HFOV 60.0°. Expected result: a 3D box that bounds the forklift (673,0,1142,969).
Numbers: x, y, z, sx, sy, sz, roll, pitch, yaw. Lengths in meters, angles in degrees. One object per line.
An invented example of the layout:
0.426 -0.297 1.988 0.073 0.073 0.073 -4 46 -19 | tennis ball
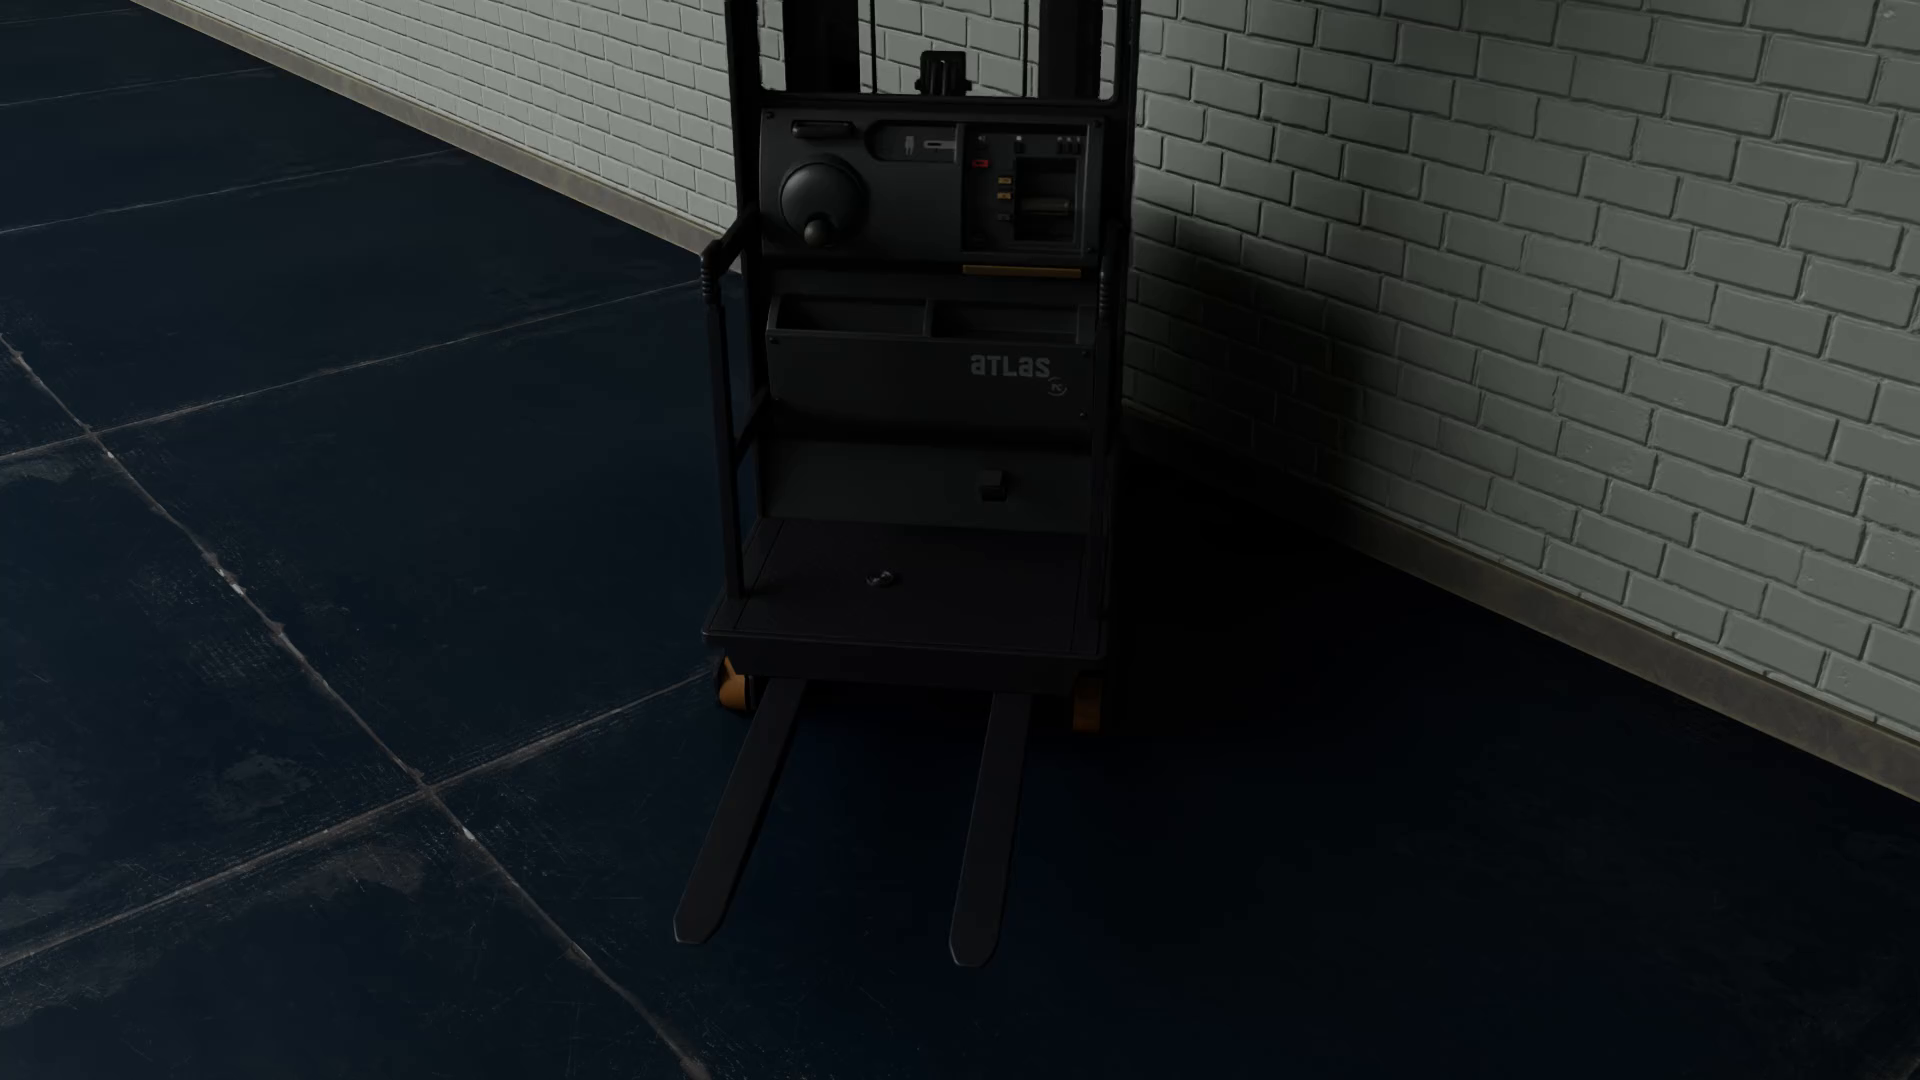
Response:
-0.102 -0.920 4.289 1.130 2.935 3.031 3 28 6 | forklift
